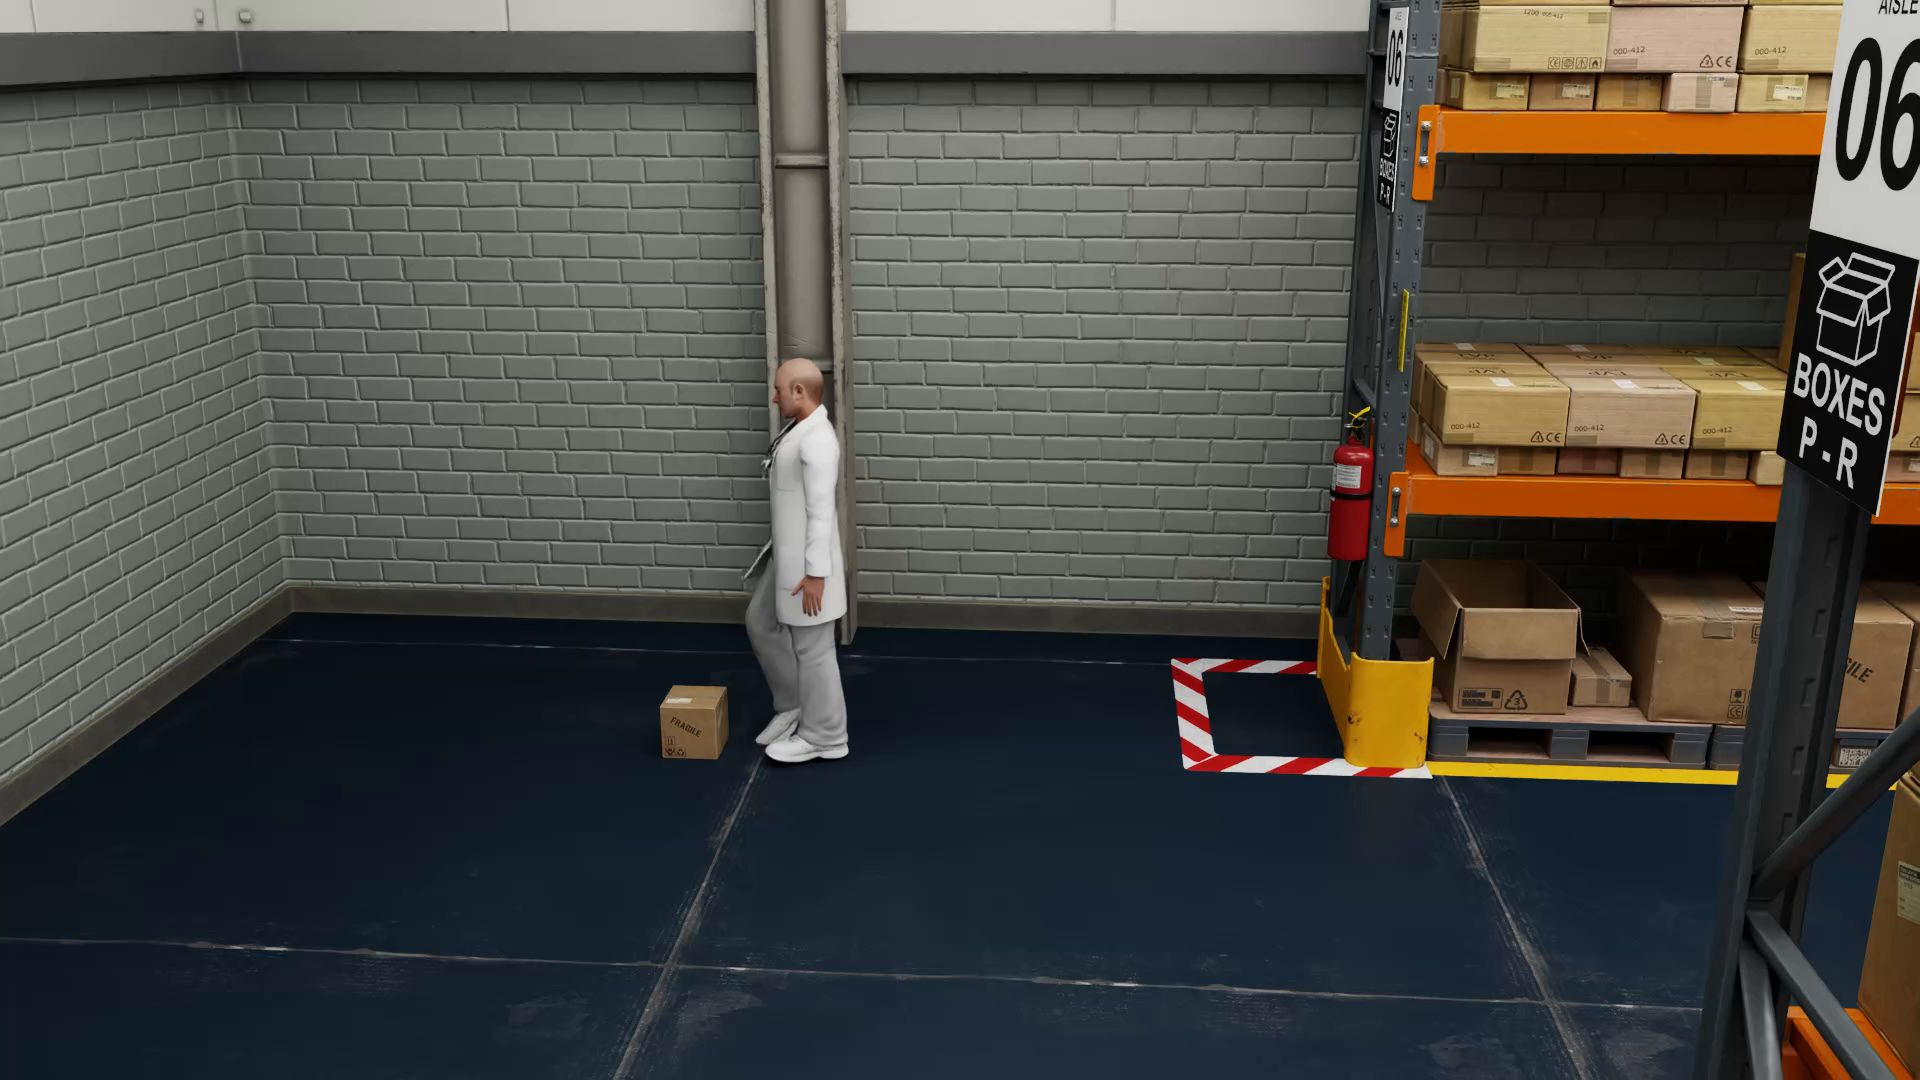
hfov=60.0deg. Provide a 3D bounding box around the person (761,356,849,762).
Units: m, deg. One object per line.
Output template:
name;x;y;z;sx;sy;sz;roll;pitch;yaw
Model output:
person;-0.697;0.097;7.223;0.403;1.811;0.653;0;17;-1
